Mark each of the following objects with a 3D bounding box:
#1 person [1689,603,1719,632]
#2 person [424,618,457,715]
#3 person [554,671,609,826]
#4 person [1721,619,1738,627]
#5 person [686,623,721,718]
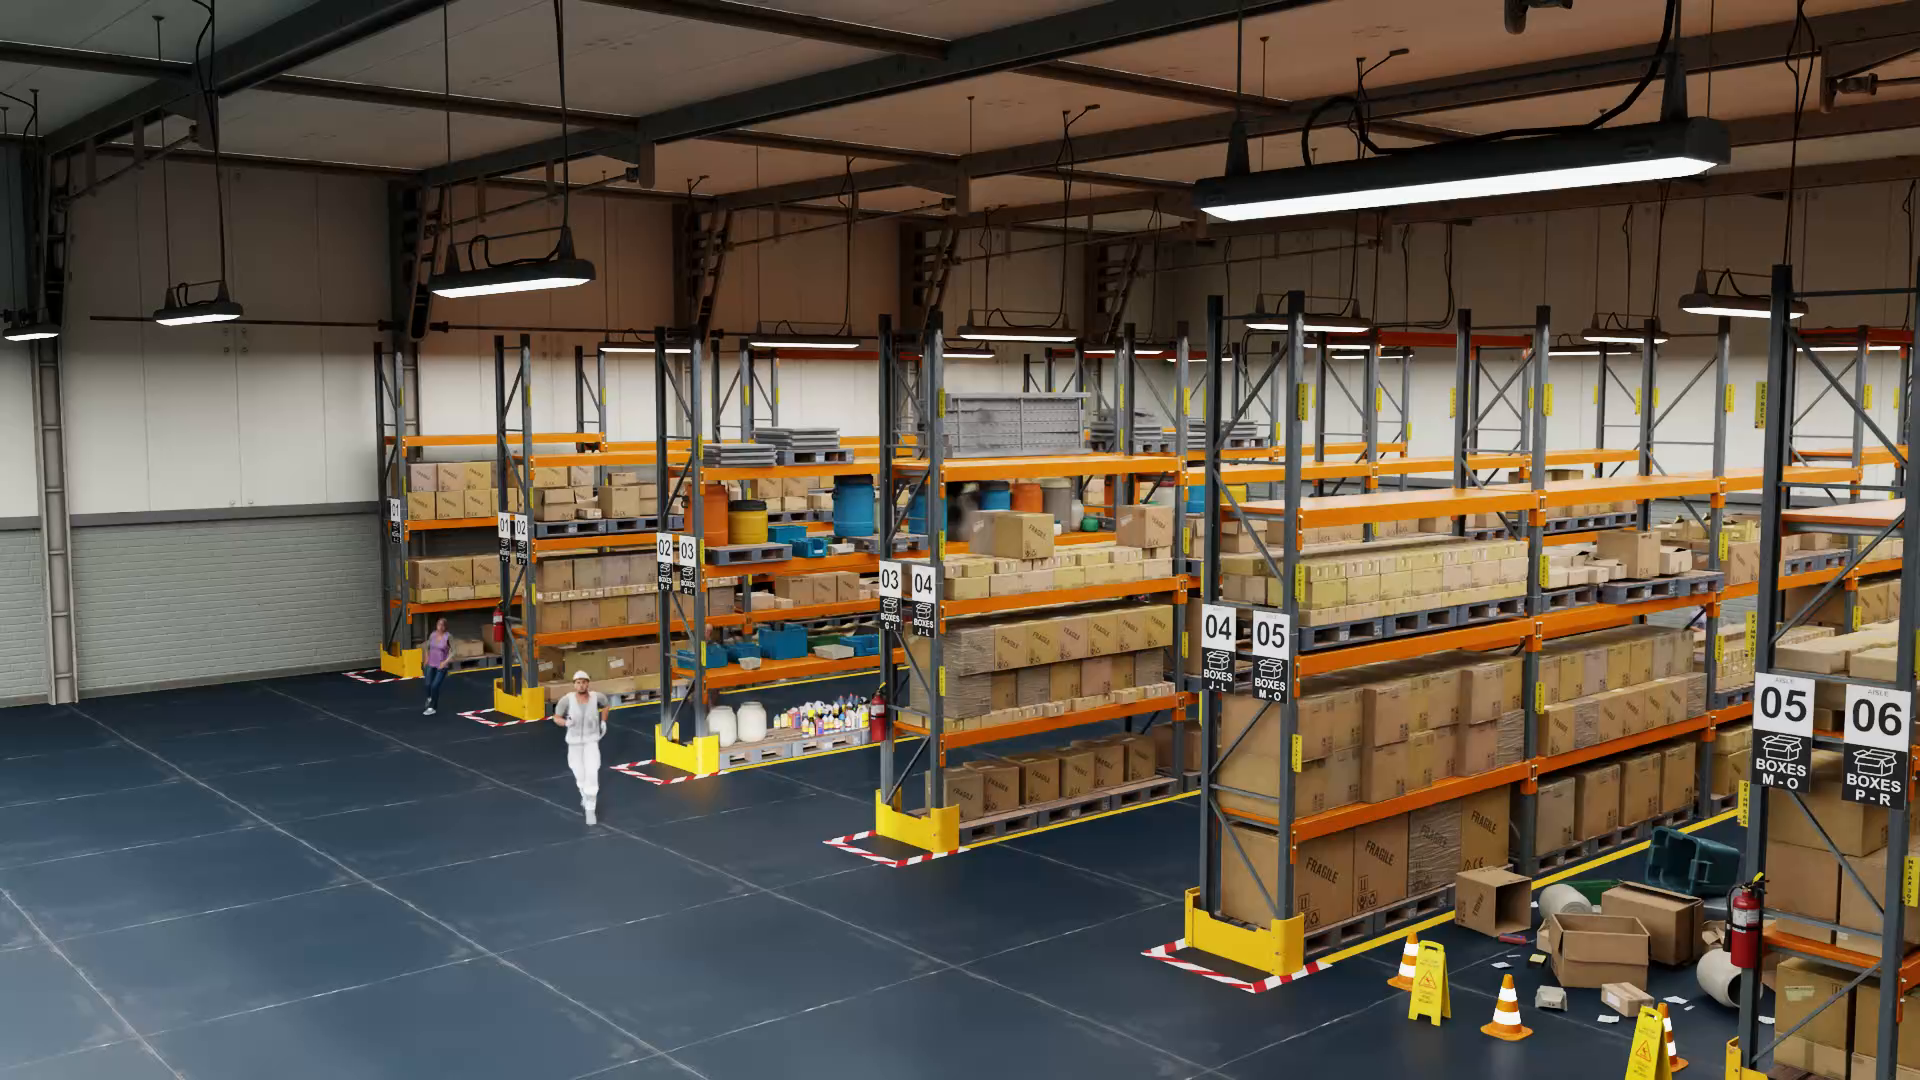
[{"bbox_3d":[12.904,1.769,28.770,0.666,1.651,0.651,0,5,-4],"label":"person"},{"bbox_3d":[-8.257,1.997,26.368,0.594,1.539,0.519,0,5,4],"label":"person"},{"bbox_3d":[-4.556,2.467,20.040,0.626,1.838,0.888,-1,5,-6],"label":"person"},{"bbox_3d":[11.637,2.053,25.161,0.721,1.748,0.546,-3,6,-34],"label":"person"},{"bbox_3d":[-3.746,2.063,24.704,0.706,1.673,0.644,-4,7,-38],"label":"person"}]
